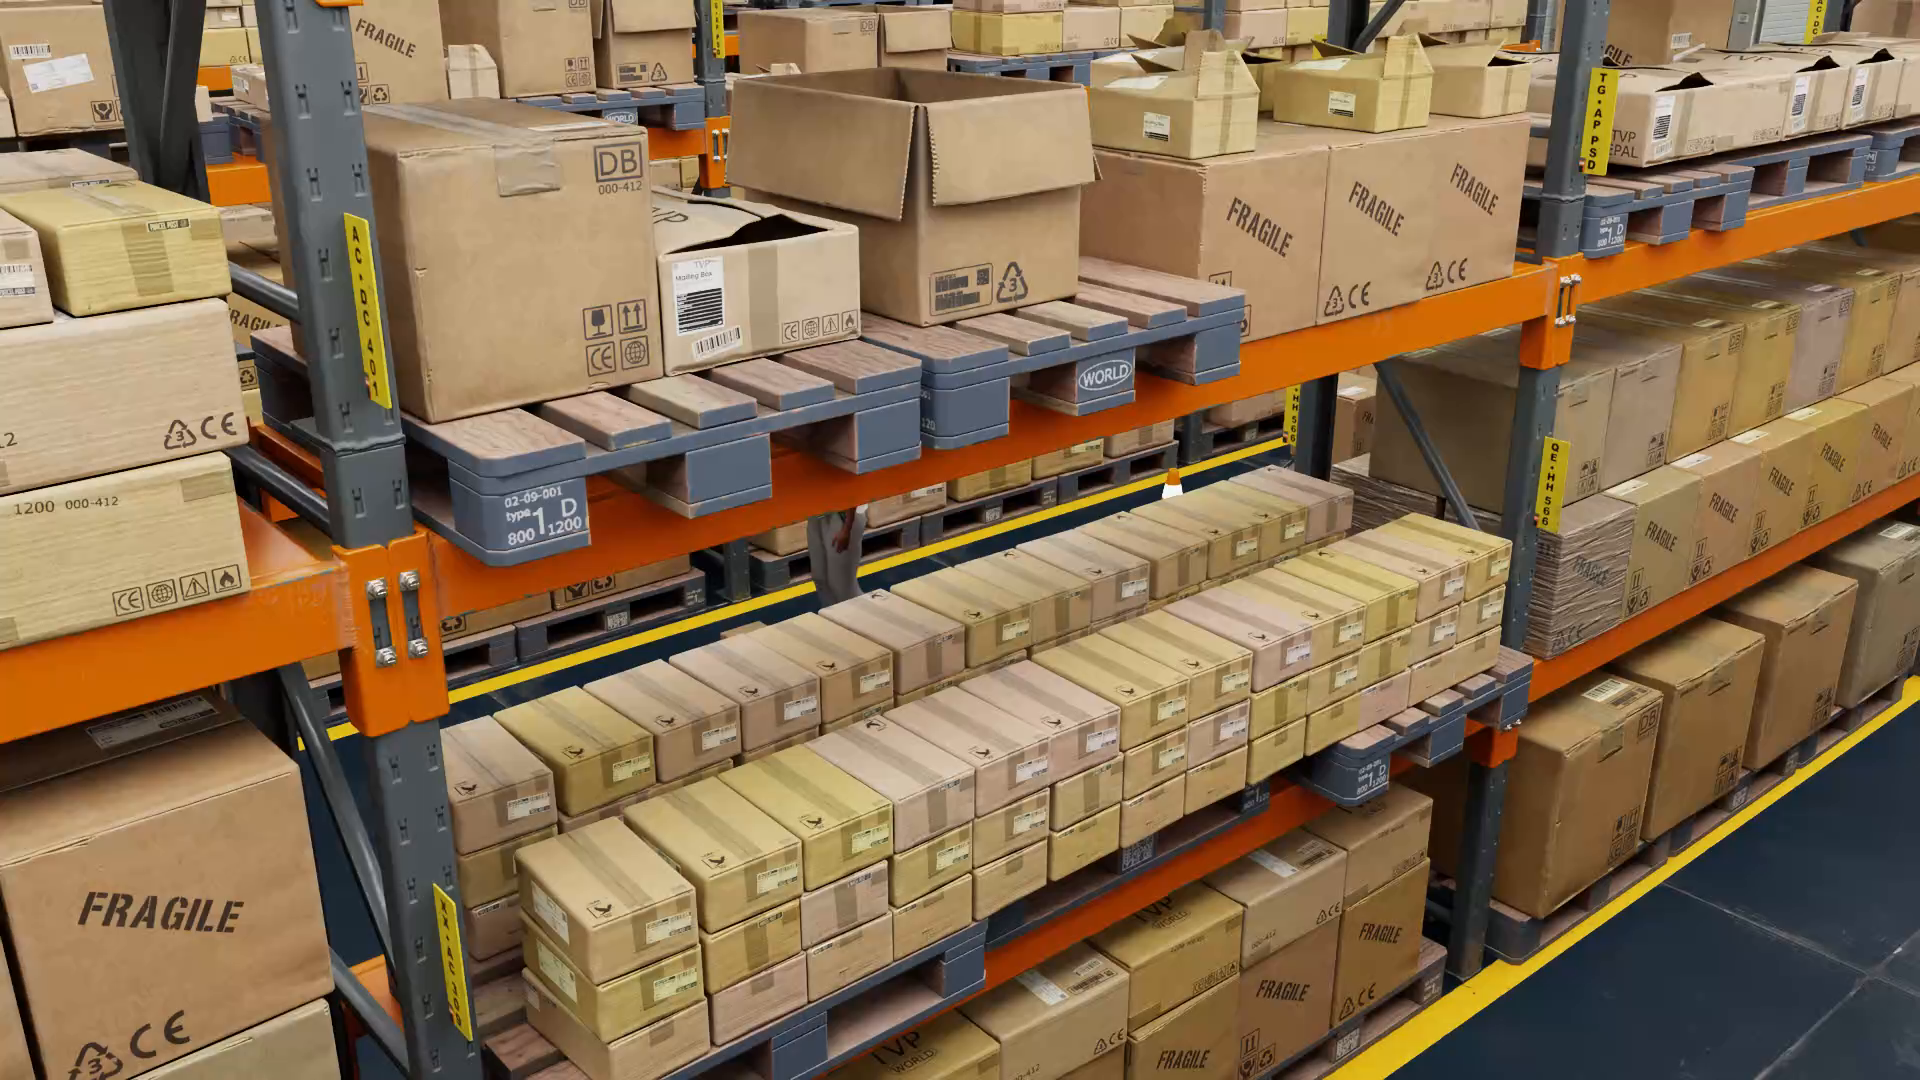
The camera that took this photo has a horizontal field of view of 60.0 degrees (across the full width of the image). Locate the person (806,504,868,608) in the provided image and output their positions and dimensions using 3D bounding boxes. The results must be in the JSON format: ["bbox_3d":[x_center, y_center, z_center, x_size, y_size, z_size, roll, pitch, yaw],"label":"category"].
[{"bbox_3d":[-0.669,-0.118,8.896,0.341,1.687,0.436,-11,23,-25],"label":"person"}]
